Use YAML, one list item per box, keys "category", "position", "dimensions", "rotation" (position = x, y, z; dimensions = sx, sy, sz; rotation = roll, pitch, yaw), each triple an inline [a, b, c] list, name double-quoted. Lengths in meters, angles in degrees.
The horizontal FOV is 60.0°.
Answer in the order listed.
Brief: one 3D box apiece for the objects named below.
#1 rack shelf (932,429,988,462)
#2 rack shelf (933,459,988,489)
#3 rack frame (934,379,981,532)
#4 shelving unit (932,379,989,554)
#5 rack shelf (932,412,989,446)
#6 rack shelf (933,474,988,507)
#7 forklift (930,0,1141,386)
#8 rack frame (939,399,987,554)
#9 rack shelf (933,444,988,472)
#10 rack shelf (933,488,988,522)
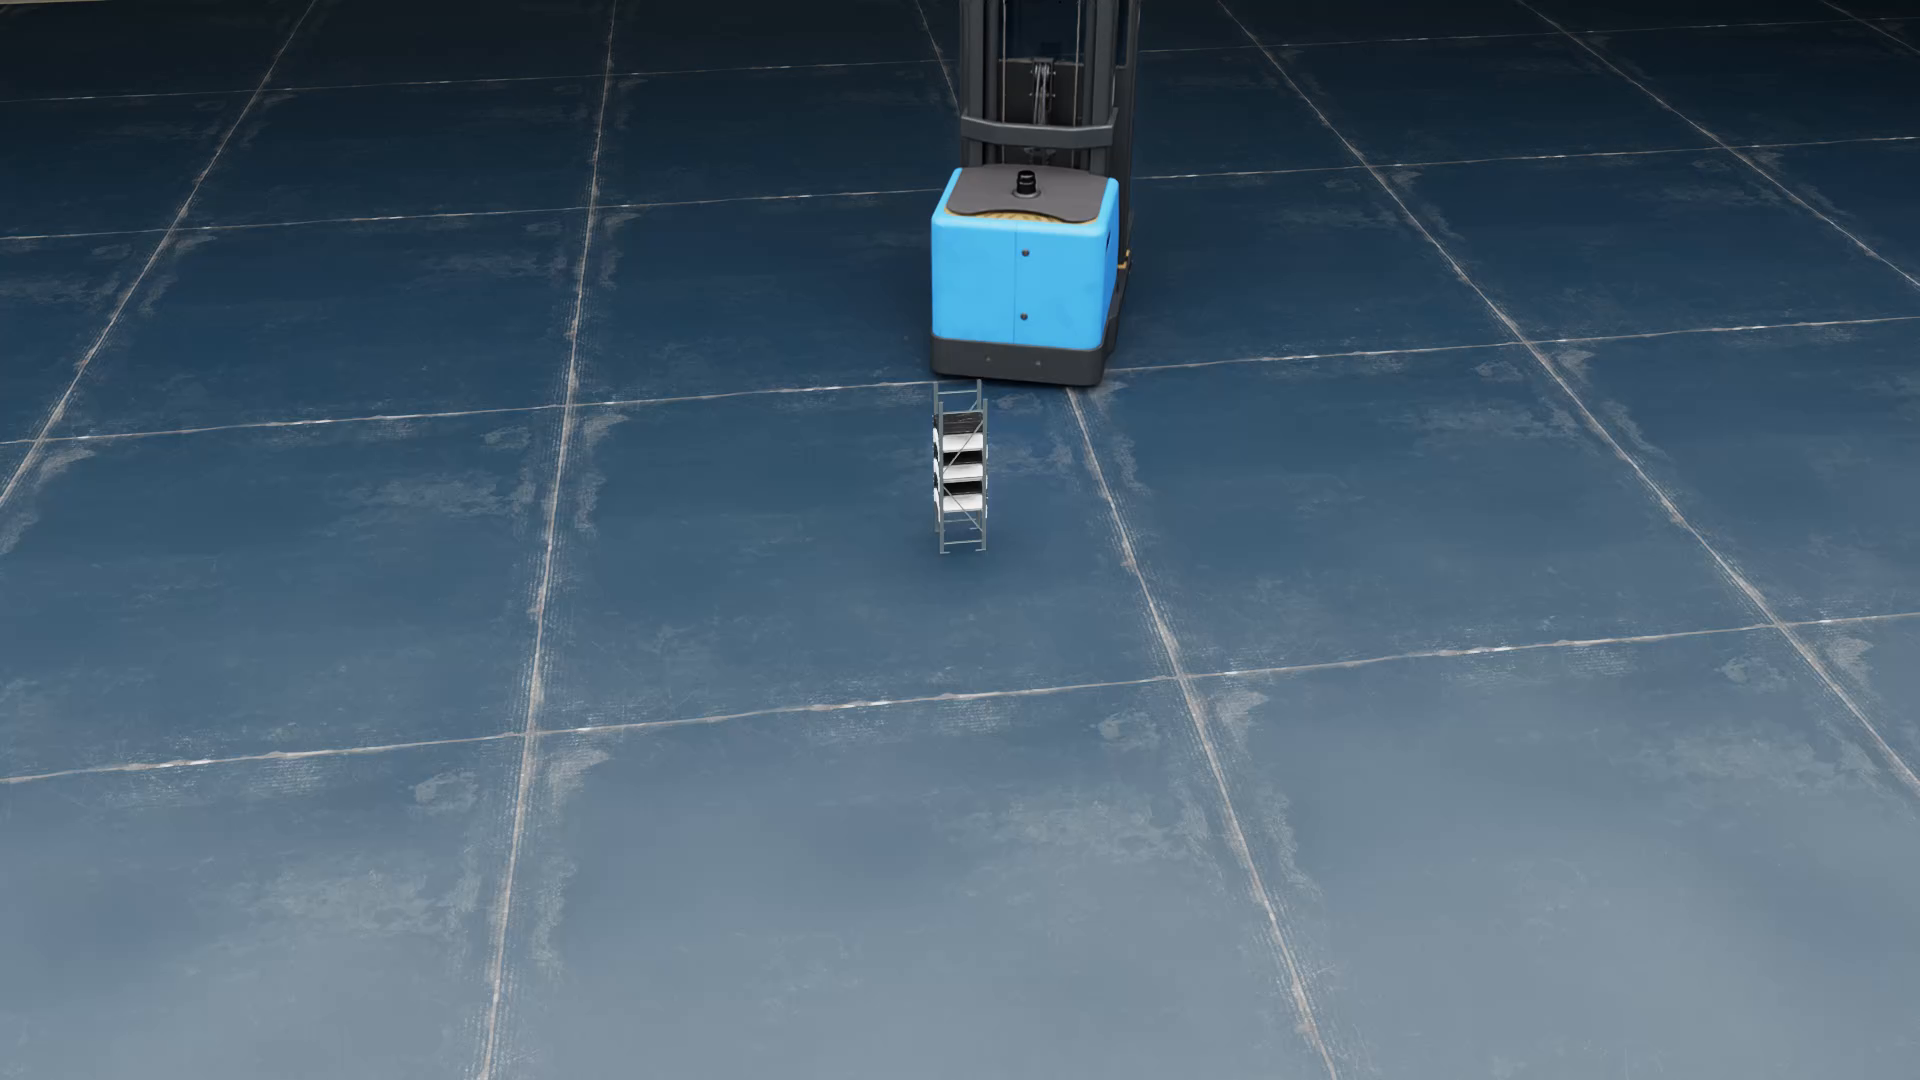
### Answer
- category: "rack shelf"
  position: [0.001, -0.489, 8.407]
  dimensions: [0.258, 0.077, 0.200]
  rotation: [-4, 35, -6]
- category: "rack shelf"
  position: [0.001, -0.340, 8.509]
  dimensions: [0.258, 0.077, 0.200]
  rotation: [-4, 35, -6]
- category: "rack frame"
  position: [-0.013, -0.424, 8.573]
  dimensions: [0.240, 0.900, 0.006]
  rotation: [-4, 35, -6]
- category: "shelving unit"
  position: [0.001, -0.367, 8.490]
  dimensions: [0.258, 0.900, 0.210]
  rotation: [-4, 35, -6]
- category: "rack shelf"
  position: [0.001, -0.563, 8.357]
  dimensions: [0.258, 0.077, 0.200]
  rotation: [-4, 35, -6]
- category: "rack shelf"
  position: [0.001, -0.265, 8.559]
  dimensions: [0.258, 0.077, 0.200]
  rotation: [-4, 35, -6]
- category: "forklift"
  position: [0.584, -2.958, 10.487]
  dimensions: [1.130, 2.935, 3.031]
  rotation: [6, 35, 8]
- category: "rack frame"
  position: [0.015, -0.311, 8.407]
  dimensions: [0.240, 0.900, 0.006]
  rotation: [-4, 35, -6]
- category: "rack shelf"
  position: [0.001, -0.414, 8.458]
  dimensions: [0.258, 0.077, 0.200]
  rotation: [-4, 35, -6]
- category: "rack shelf"
  position: [0.001, -0.191, 8.610]
  dimensions: [0.258, 0.077, 0.200]
  rotation: [-4, 35, -6]
